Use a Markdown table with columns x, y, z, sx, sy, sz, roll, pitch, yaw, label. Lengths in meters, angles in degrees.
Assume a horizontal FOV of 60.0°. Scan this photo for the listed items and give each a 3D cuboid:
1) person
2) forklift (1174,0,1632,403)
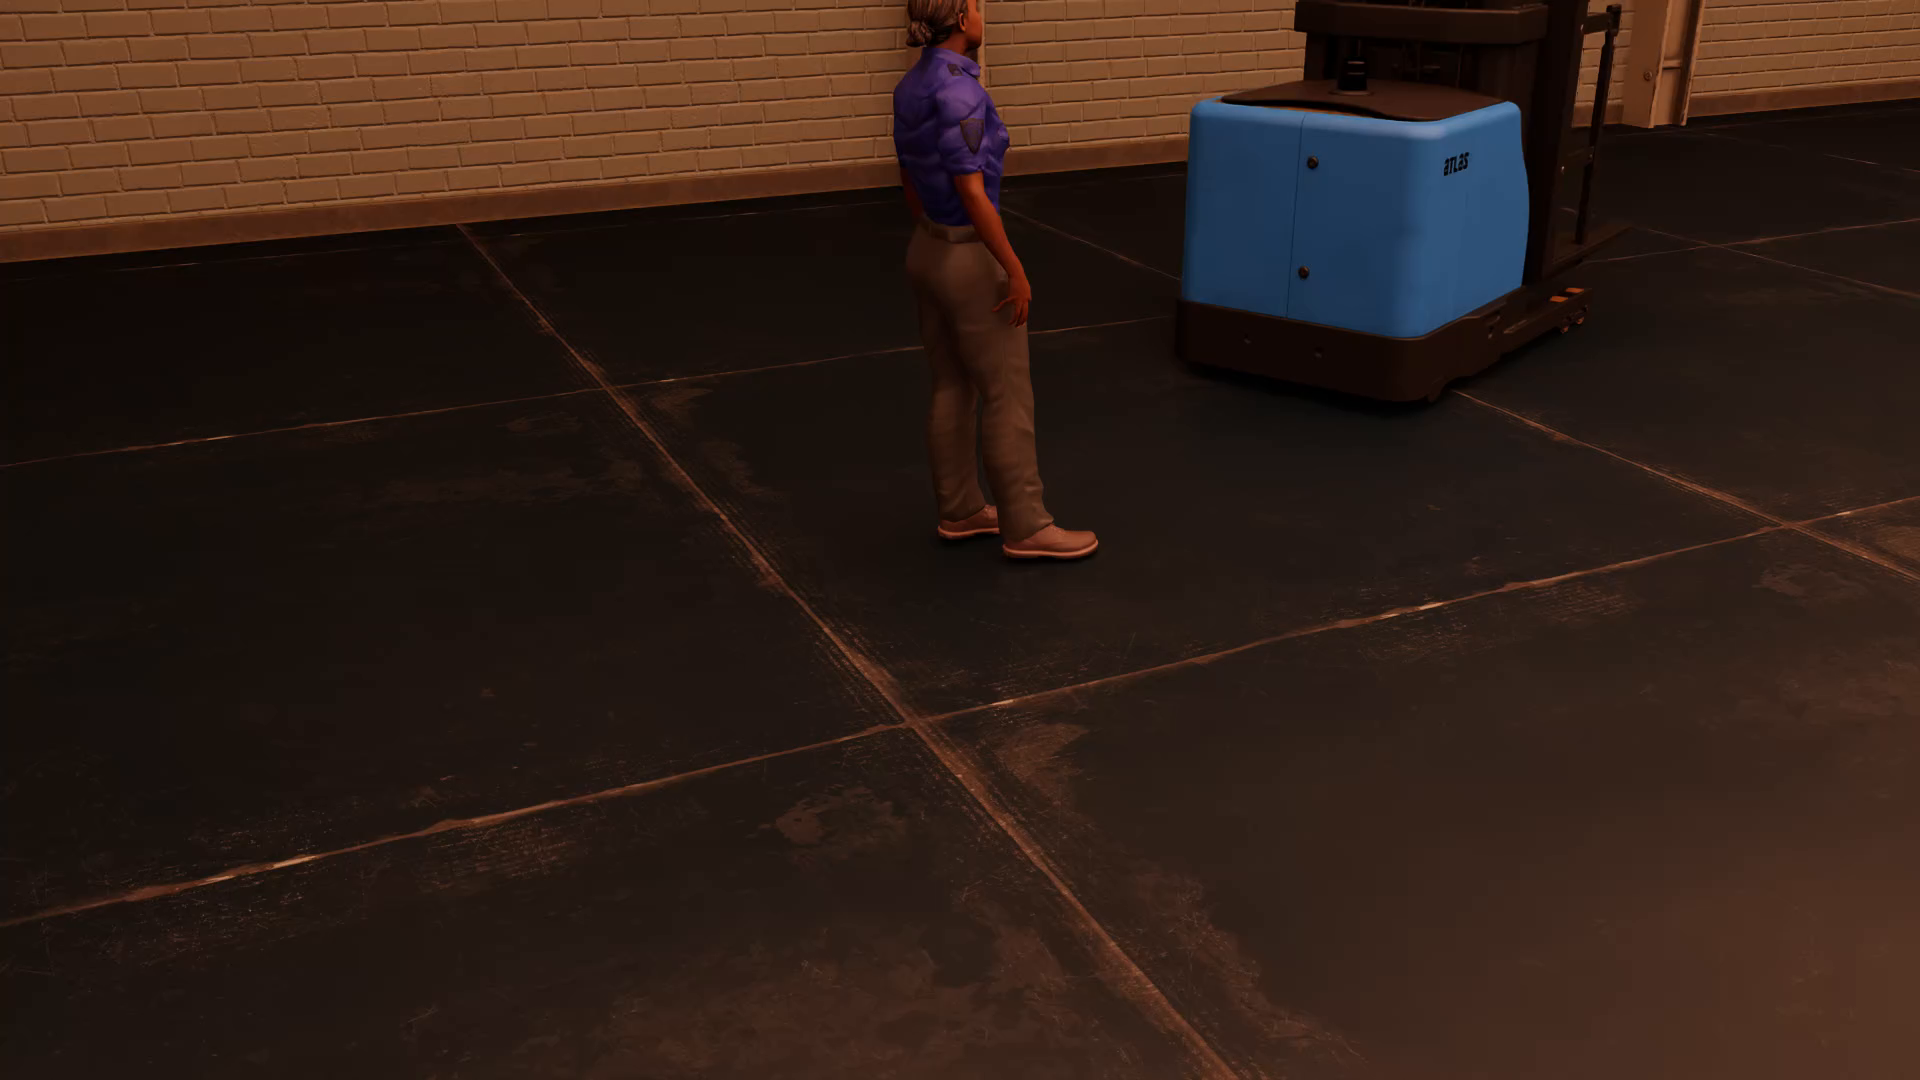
| x | y | z | sx | sy | sz | roll | pitch | yaw | label |
| --- | --- | --- | --- | --- | --- | --- | --- | --- | --- |
| 0.088 | -0.778 | 4.804 | 0.504 | 1.654 | 0.570 | -10 | 25 | -23 | person |
| 2.172 | -2.360 | 6.967 | 1.130 | 2.935 | 3.031 | 17 | 28 | 35 | forklift |
